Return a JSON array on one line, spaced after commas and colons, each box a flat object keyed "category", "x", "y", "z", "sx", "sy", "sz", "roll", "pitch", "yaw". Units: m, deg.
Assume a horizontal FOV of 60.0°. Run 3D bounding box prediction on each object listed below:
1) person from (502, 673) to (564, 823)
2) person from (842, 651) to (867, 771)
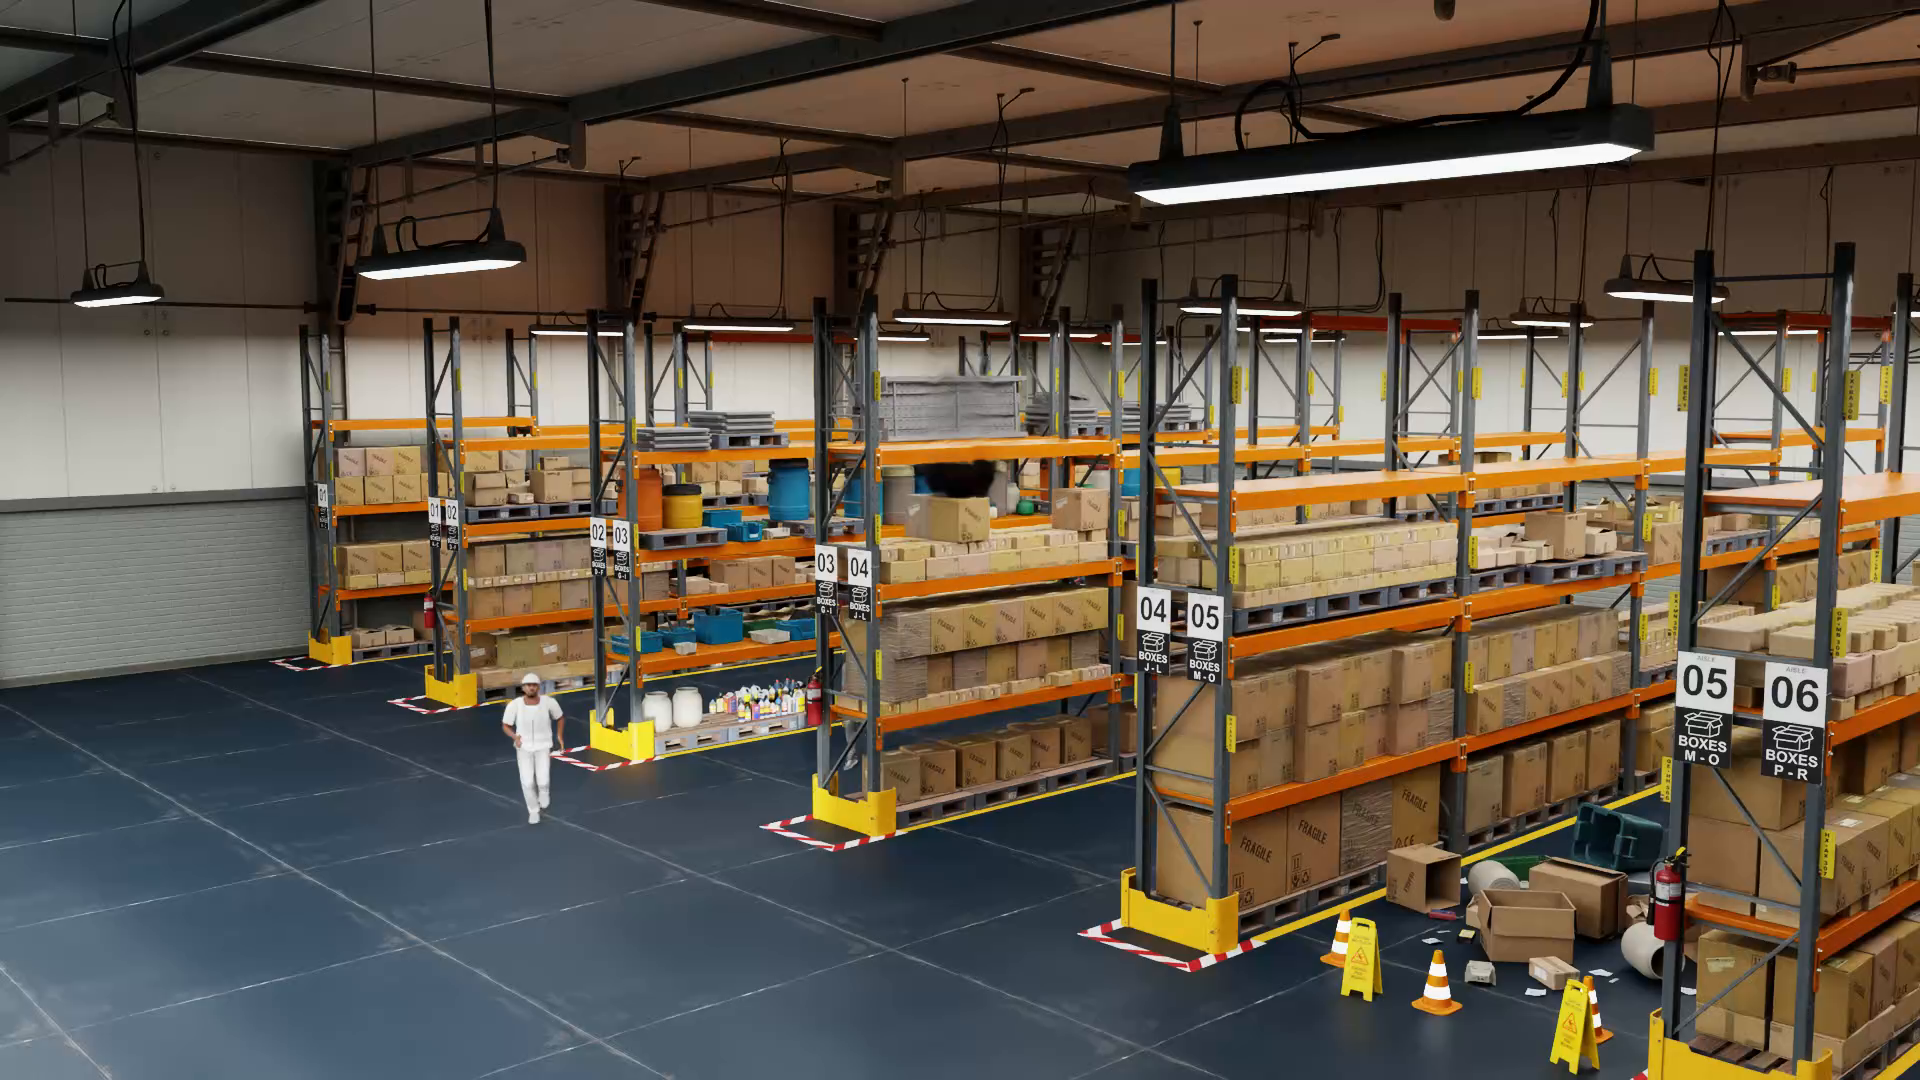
[{"category": "person", "x": -4.897, "y": 2.385, "z": 19.102, "sx": 0.700, "sy": 1.723, "sz": 0.583, "roll": -1, "pitch": 6, "yaw": -14}, {"category": "person", "x": -1.328, "y": 2.182, "z": 21.994, "sx": 0.537, "sy": 1.587, "sz": 0.942, "roll": 2, "pitch": 6, "yaw": 23}]
